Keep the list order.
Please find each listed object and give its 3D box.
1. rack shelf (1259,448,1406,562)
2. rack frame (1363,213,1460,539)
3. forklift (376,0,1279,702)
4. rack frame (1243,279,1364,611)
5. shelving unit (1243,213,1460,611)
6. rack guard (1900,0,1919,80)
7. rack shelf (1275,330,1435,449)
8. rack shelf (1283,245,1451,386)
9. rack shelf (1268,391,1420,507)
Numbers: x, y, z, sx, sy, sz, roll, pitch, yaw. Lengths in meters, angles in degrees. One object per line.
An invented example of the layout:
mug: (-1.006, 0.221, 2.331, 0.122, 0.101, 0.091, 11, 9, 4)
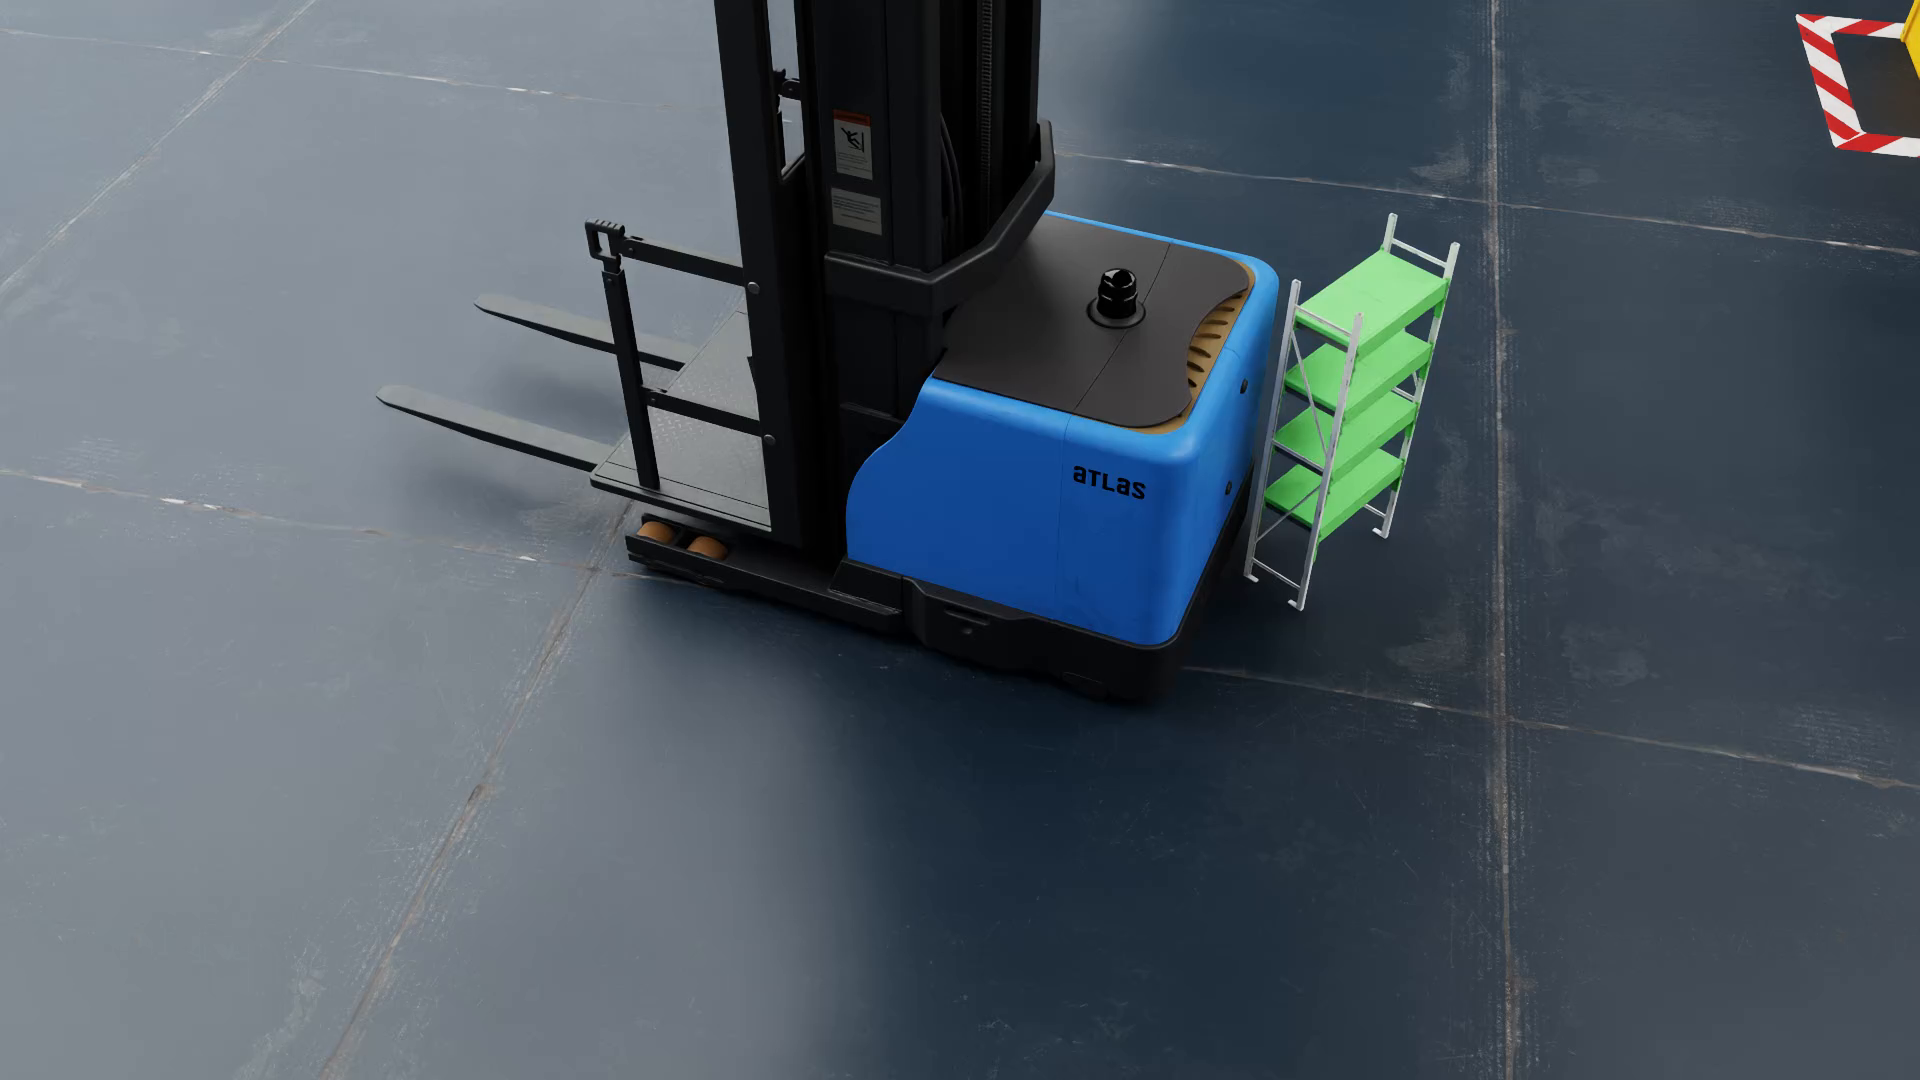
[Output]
rack shelf: (1.220, -0.160, 5.489, 0.258, 0.148, 0.480, 35, 54, 31)
rack frame: (1.392, -0.499, 5.403, 0.240, 1.200, 0.015, 35, 54, 31)
forklift: (-0.575, -1.223, 4.907, 3.031, 2.935, 1.130, 16, 46, 16)
rack frame: (1.048, -0.259, 5.153, 0.240, 1.200, 0.015, 35, 54, 31)
shelving unit: (1.220, -0.379, 5.278, 0.258, 1.200, 0.503, 35, 54, 31)
rack guard: (4.797, -2.341, 7.822, 0.348, 0.500, 1.175, 9, 45, 9)
rack shelf: (1.220, -0.505, 5.156, 0.258, 0.148, 0.480, 35, 54, 31)
rack shelf: (1.220, -0.678, 4.990, 0.258, 0.148, 0.480, 35, 54, 31)
rack shelf: (1.220, -0.333, 5.322, 0.258, 0.148, 0.480, 35, 54, 31)
